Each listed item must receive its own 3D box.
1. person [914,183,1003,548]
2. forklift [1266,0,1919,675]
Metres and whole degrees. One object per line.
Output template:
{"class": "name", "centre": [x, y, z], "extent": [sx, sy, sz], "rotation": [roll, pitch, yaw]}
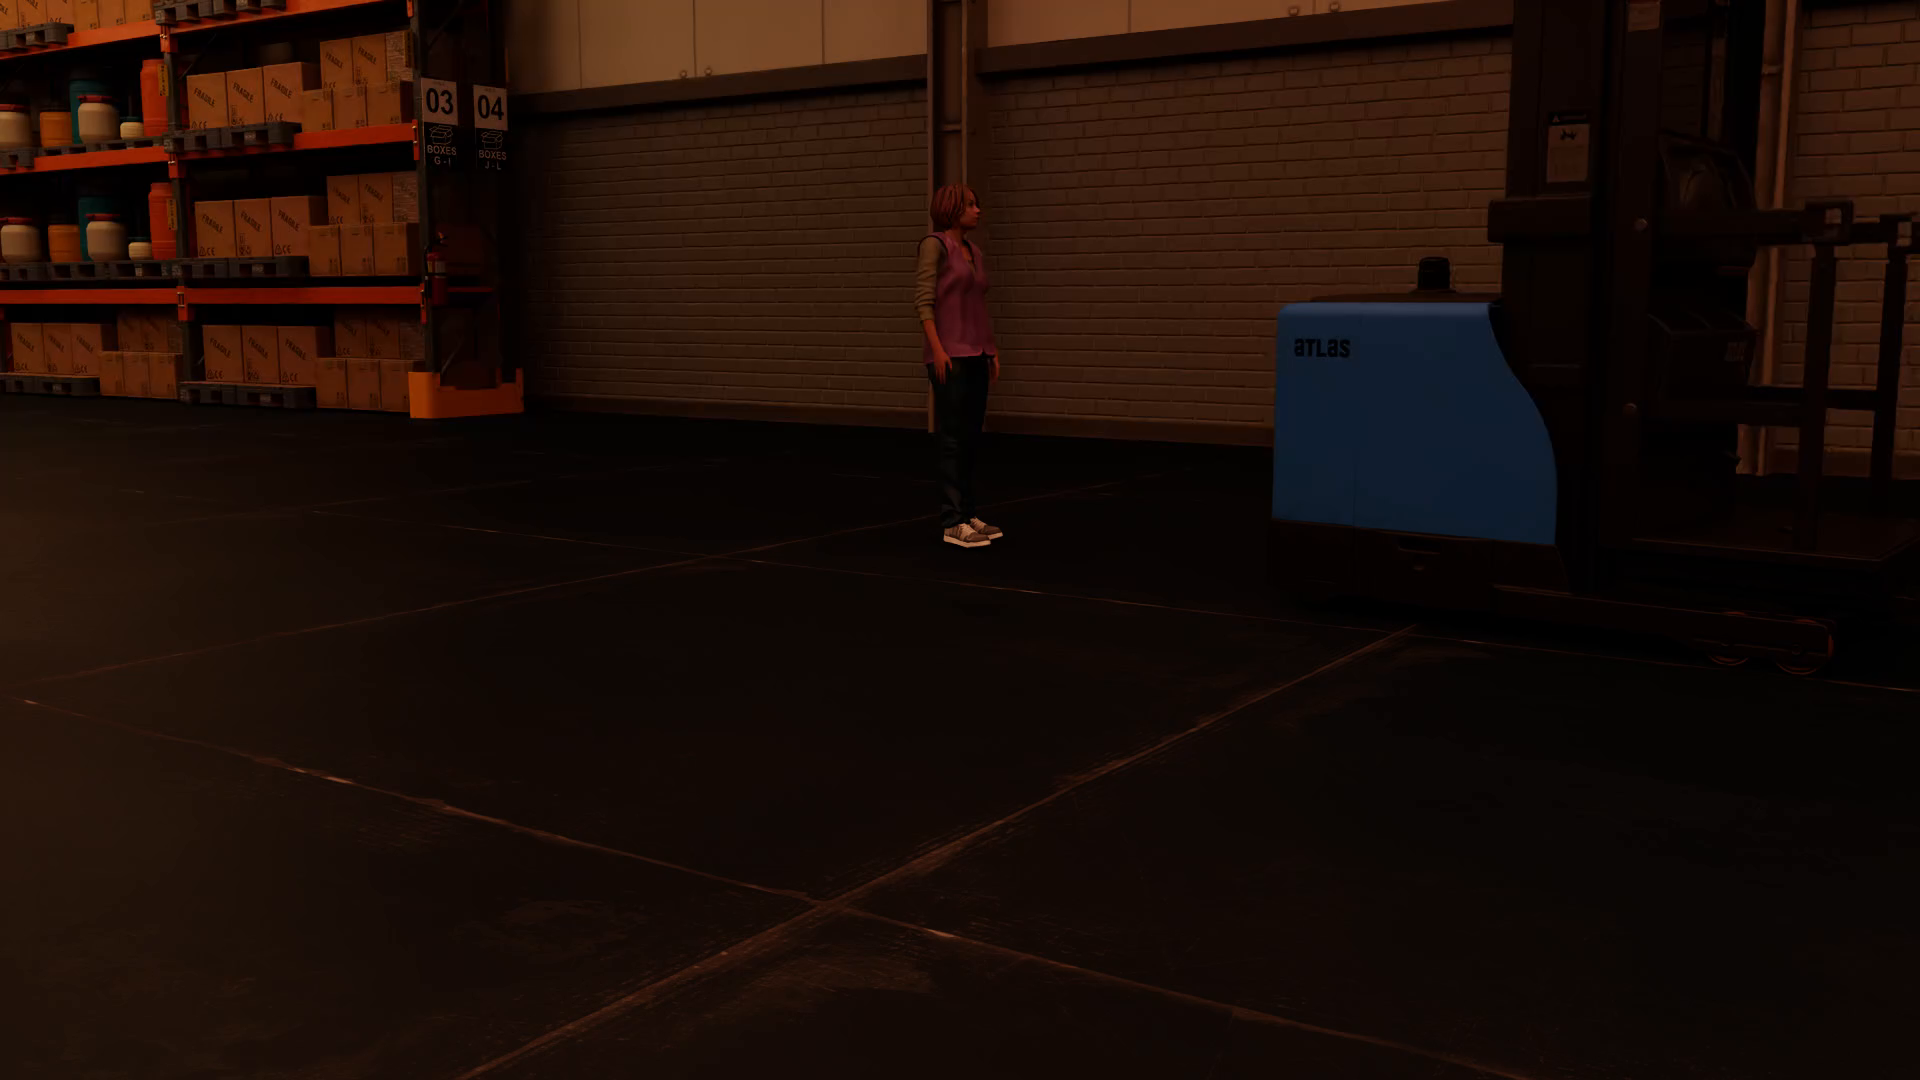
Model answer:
{"class": "person", "centre": [0.054, -0.790, 7.438], "extent": [0.473, 1.599, 0.521], "rotation": [5, 10, 34]}
{"class": "forklift", "centre": [2.559, -1.141, 5.216], "extent": [3.031, 2.935, 1.130], "rotation": [7, 10, 39]}
